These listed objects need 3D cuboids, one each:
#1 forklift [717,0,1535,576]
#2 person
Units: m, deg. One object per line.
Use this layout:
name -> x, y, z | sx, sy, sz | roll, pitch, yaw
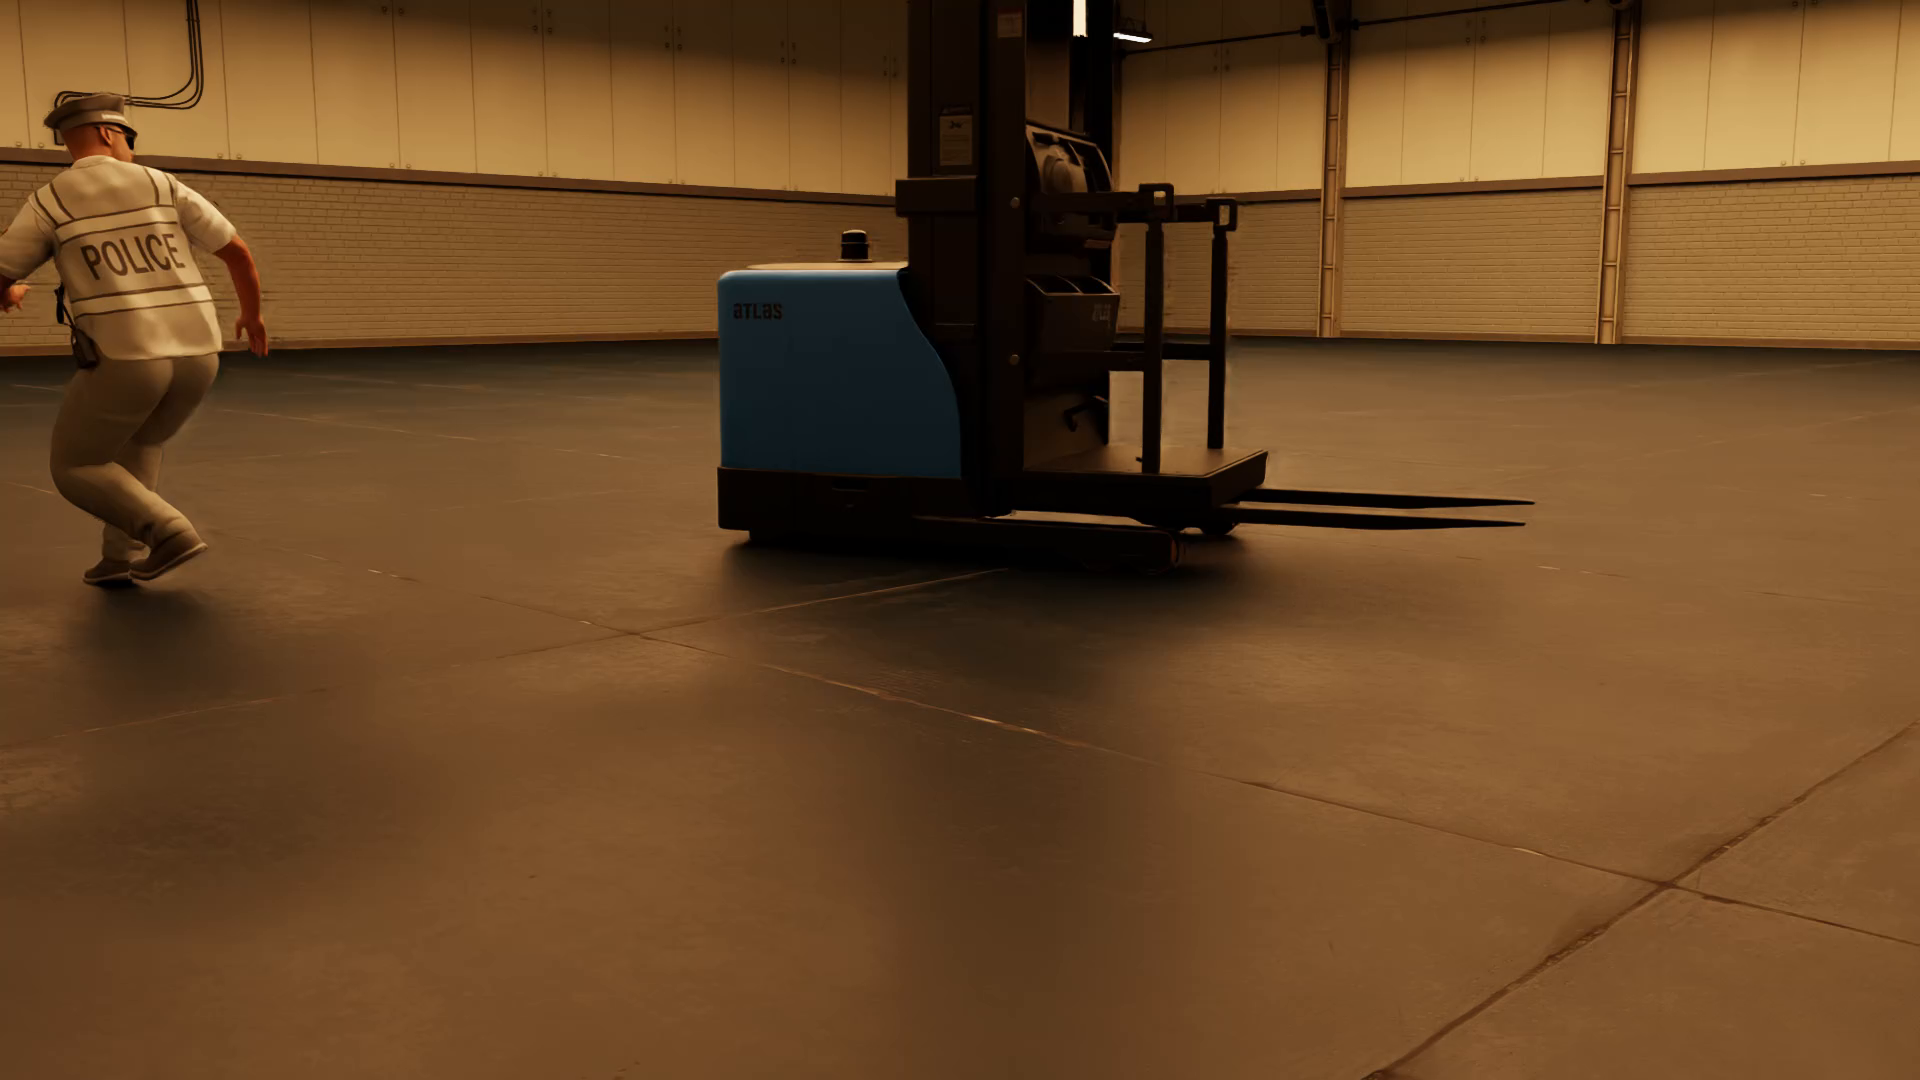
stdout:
forklift -> 0.611, -1.413, 6.257 | 3.031, 2.935, 1.130 | 3, 9, 22
person -> -2.803, -0.656, 5.637 | 0.852, 1.637, 0.886 | 6, 11, 37
